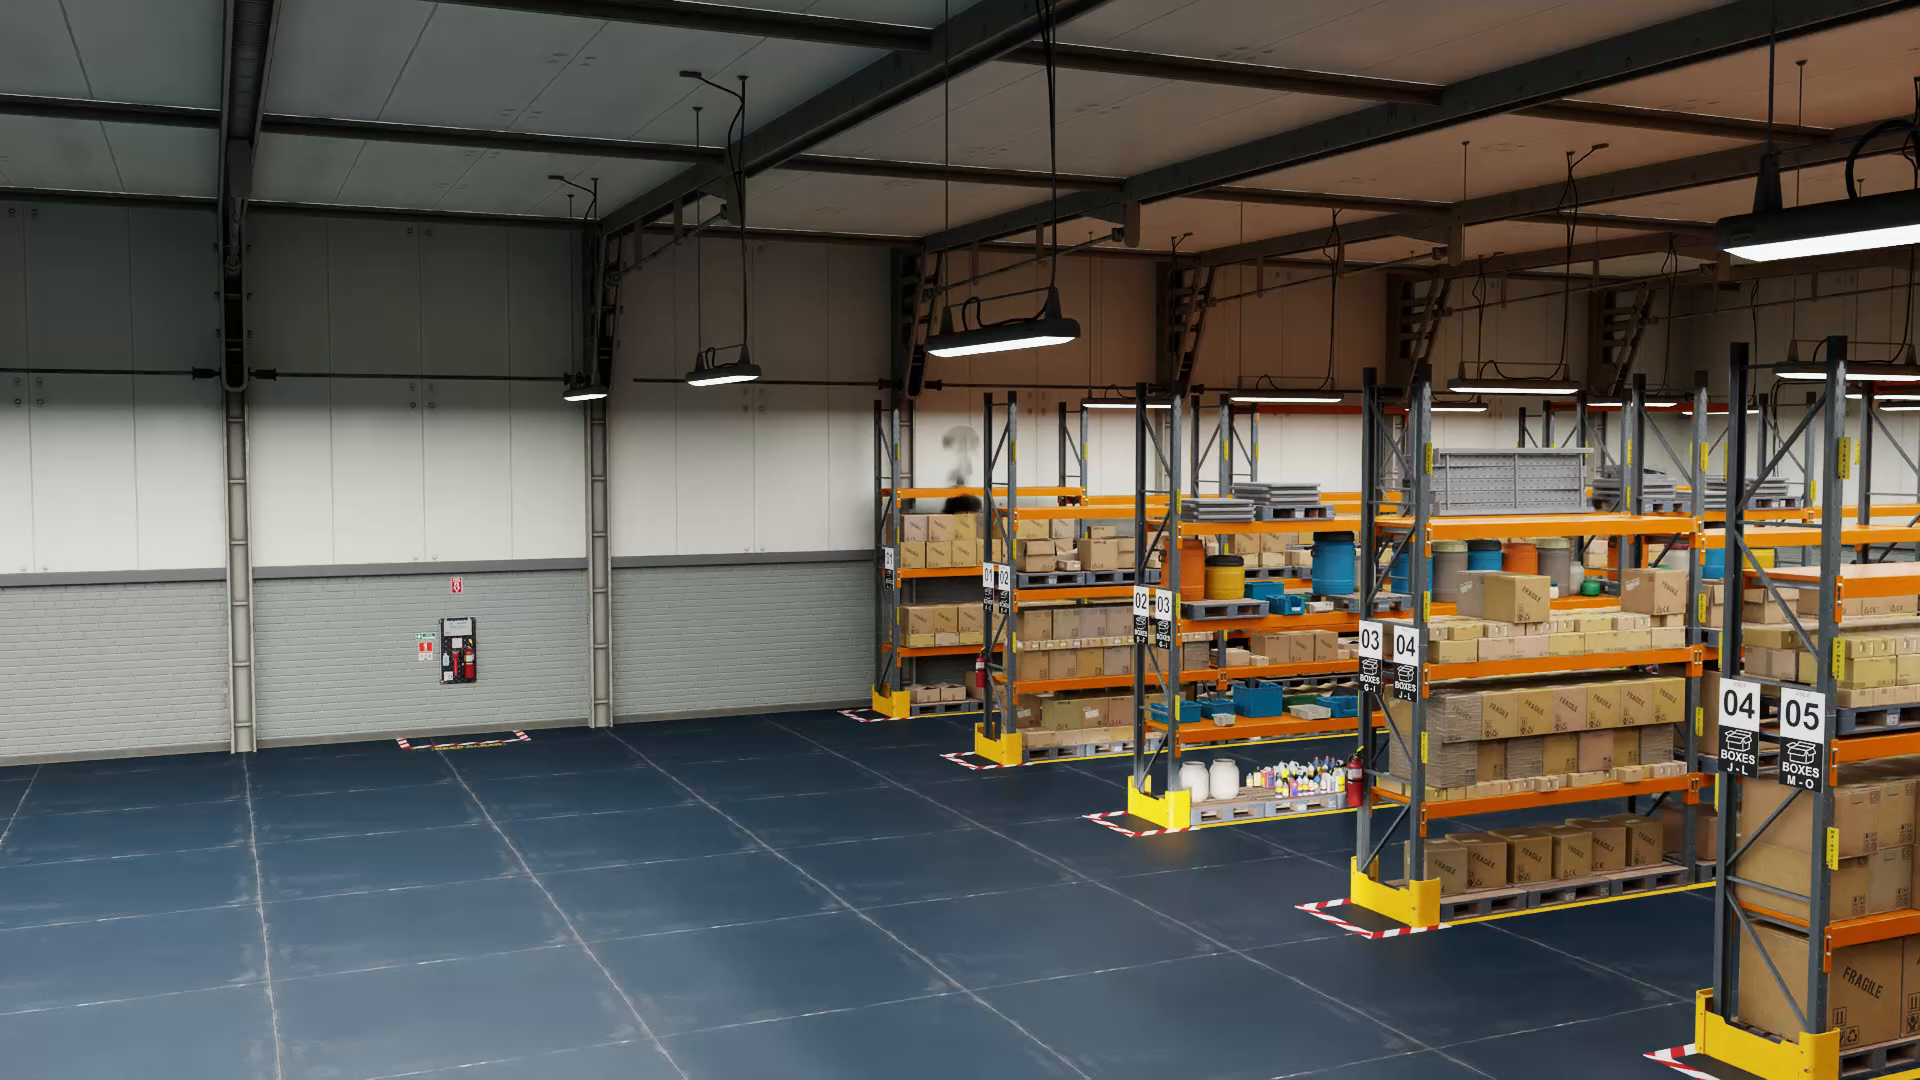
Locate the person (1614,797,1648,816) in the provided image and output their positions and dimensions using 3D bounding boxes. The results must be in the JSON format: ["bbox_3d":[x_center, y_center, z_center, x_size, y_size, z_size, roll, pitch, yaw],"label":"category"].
[{"bbox_3d":[8.769,3.060,21.756,0.820,1.665,0.625,-2,4,-26],"label":"person"}]
